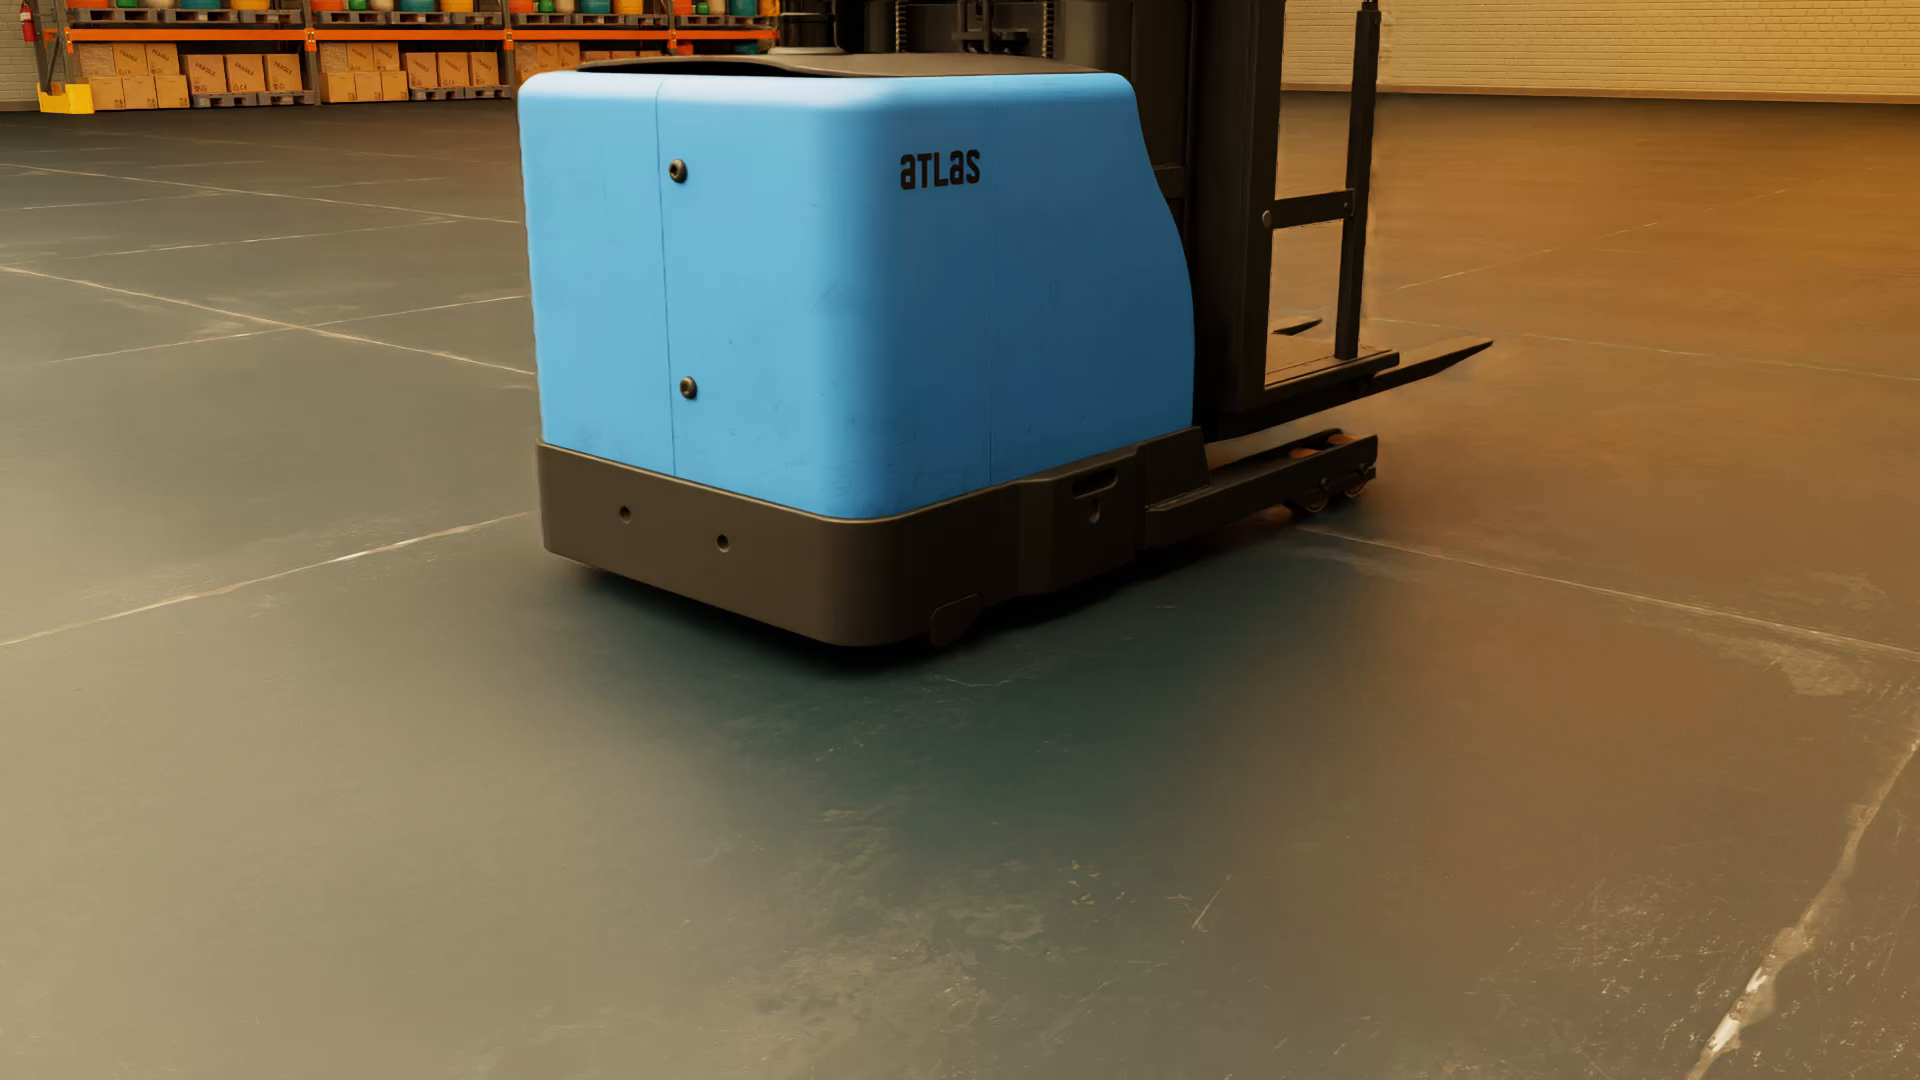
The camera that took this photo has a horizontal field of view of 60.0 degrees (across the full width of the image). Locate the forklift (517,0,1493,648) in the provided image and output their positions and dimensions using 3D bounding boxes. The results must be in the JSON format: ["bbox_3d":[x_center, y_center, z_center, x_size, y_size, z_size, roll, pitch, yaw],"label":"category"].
[{"bbox_3d":[0.433,-1.555,4.017,1.130,2.935,3.031,14,22,39],"label":"forklift"}]
